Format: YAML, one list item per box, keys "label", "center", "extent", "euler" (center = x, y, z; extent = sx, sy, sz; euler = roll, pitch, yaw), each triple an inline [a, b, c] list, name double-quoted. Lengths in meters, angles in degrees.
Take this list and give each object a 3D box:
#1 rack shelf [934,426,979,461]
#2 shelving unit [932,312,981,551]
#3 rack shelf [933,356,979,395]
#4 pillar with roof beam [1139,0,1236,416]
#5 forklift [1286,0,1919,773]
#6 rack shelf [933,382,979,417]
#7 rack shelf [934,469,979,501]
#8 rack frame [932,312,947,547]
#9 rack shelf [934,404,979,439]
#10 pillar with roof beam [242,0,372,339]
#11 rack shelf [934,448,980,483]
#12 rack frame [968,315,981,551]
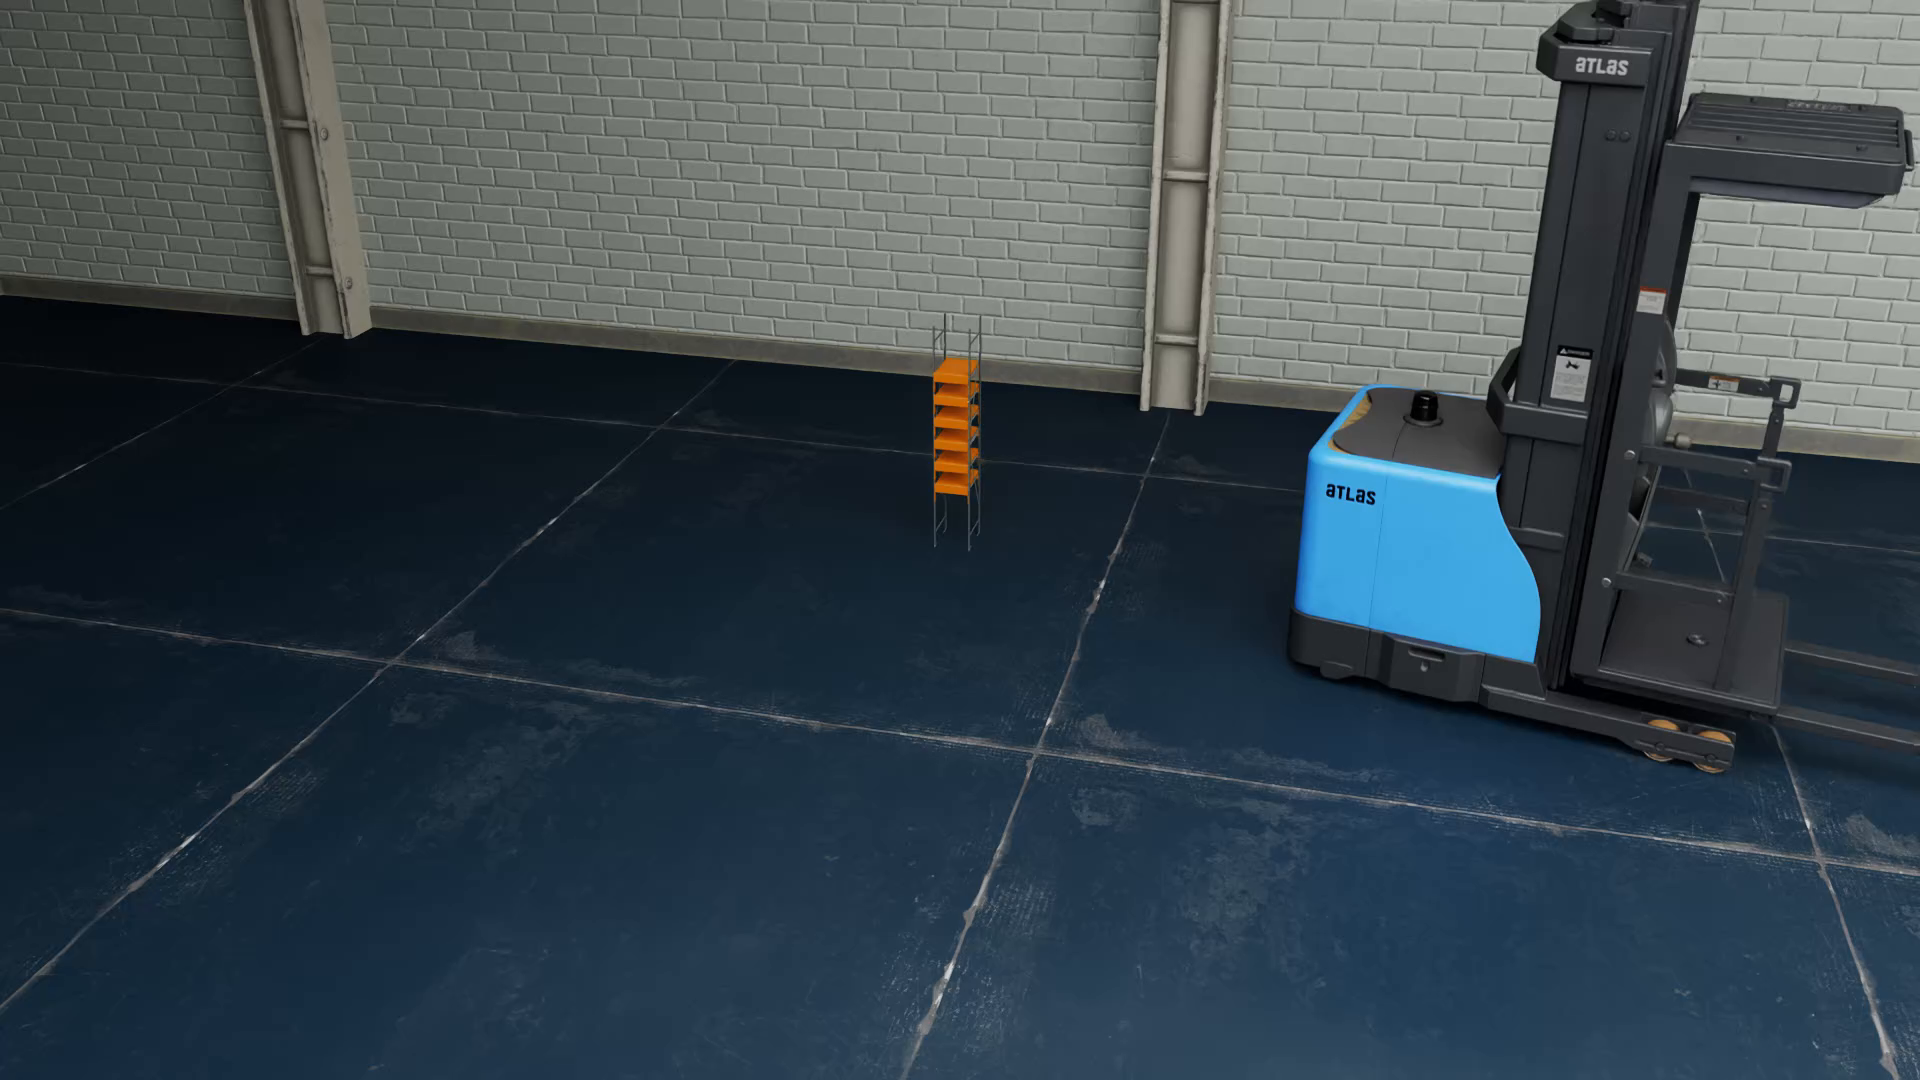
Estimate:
- label: "rack shelf"
  center: [-0.014, -0.503, 8.514]
  extent: [0.180, 0.103, 0.258]
  euler: [6, 26, 13]
- label: "shelving unit"
  center: [-0.014, -0.543, 8.495]
  extent: [0.189, 1.200, 0.258]
  euler: [6, 26, 13]
- label: "rack shelf"
  center: [-0.014, -0.828, 8.360]
  extent: [0.180, 0.103, 0.258]
  euler: [6, 26, 13]
- label: "pillar with roof beam"
  center: [0.287, -3.131, 4.857]
  extent: [0.400, 9.000, 9.100]
  euler: [6, 26, 13]
- label: "forklift"
  center: [3.028, -0.638, 6.680]
  extent: [3.031, 2.935, 1.130]
  euler: [12, 28, 24]
- label: "rack shelf"
  center: [-0.014, -0.720, 8.411]
  extent: [0.180, 0.103, 0.258]
  euler: [6, 26, 13]
- label: "rack shelf"
  center: [-0.014, -0.286, 8.618]
  extent: [0.180, 0.103, 0.258]
  euler: [6, 26, 13]
- label: "rack frame"
  center: [-0.103, -0.553, 8.516]
  extent: [0.006, 1.200, 0.240]
  euler: [6, 26, 13]
- label: "rack shelf"
  center: [-0.014, -0.612, 8.463]
  extent: [0.180, 0.103, 0.258]
  euler: [6, 26, 13]
- label: "pillar with roof beam"
  center: [-5.524, -3.773, 6.207]
  extent: [0.400, 9.000, 9.100]
  euler: [6, 26, 13]
- label: "rack shelf"
  center: [-0.014, -0.395, 8.566]
  extent: [0.180, 0.103, 0.258]
  euler: [6, 26, 13]
- label: "rack frame"
  center: [0.075, -0.533, 8.475]
  extent: [0.006, 1.200, 0.240]
  euler: [6, 26, 13]
